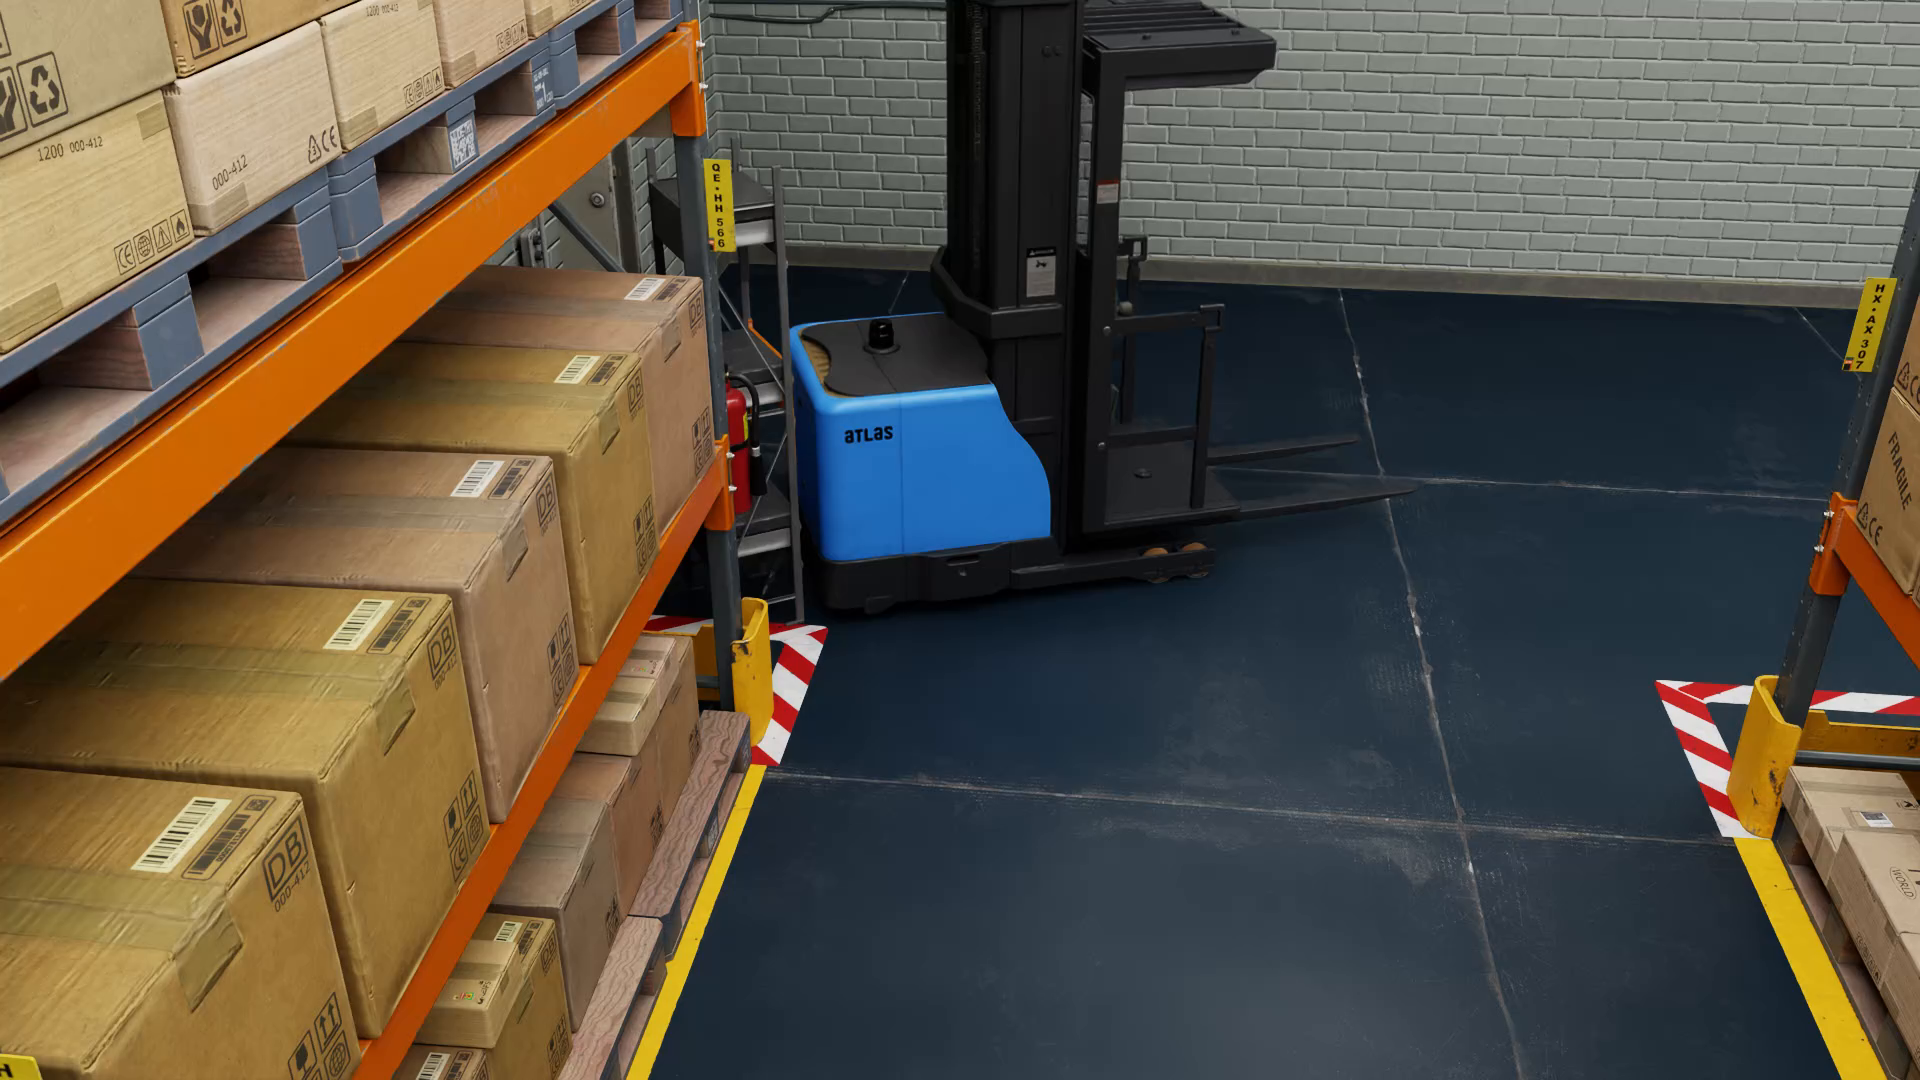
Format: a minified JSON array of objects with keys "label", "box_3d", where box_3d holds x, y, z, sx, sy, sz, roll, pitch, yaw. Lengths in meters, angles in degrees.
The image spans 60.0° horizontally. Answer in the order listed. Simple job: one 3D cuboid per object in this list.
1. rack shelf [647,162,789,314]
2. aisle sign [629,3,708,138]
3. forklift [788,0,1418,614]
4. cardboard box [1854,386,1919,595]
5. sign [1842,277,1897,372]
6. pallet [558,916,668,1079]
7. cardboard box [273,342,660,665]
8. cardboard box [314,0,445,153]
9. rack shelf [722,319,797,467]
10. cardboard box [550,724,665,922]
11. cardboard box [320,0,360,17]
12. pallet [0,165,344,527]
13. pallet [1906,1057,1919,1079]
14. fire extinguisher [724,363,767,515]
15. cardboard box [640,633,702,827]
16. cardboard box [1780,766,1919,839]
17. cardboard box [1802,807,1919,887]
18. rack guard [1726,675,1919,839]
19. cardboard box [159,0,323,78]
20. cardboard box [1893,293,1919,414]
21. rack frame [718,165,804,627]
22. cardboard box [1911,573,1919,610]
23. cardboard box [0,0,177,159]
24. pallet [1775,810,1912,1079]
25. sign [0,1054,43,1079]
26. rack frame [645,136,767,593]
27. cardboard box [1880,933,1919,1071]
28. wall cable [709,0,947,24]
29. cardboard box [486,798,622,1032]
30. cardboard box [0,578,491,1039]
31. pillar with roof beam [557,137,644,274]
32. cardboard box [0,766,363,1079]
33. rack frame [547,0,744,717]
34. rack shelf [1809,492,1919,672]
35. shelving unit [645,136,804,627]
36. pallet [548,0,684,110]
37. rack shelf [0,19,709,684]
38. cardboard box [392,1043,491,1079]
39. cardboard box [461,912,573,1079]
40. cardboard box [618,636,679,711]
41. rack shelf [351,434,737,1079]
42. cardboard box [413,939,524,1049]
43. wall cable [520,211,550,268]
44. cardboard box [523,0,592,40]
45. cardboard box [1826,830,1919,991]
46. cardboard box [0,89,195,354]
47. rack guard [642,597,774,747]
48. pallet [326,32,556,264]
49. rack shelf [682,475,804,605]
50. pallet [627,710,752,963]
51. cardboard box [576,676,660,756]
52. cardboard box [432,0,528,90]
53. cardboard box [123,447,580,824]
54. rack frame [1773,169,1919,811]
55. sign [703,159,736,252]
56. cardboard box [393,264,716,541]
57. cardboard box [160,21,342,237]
[{"label":"rack shelf","box_3d":[-0.997,-1.220,6.853,0.431,0.518,0.480,-13,31,-23]},{"label":"aisle sign","box_3d":[-1.066,-1.743,5.582,0.394,0.787,0.004,3,28,6]},{"label":"forklift","box_3d":[0.725,-1.321,7.612,3.031,2.935,1.130,-7,29,-13]},{"label":"cardboard box","box_3d":[3.228,-0.147,5.254,0.500,0.500,0.500,4,29,7]},{"label":"sign","box_3d":[3.006,-0.709,5.490,0.100,0.325,0.005,3,28,6]},{"label":"pallet","box_3d":[-1.545,1.599,5.060,1.003,0.211,1.213,3,28,6]},{"label":"cardboard box","box_3d":[-1.503,-0.131,5.014,0.980,0.700,0.700,3,28,6]},{"label":"cardboard box","box_3d":[-1.384,-0.974,3.342,0.500,0.250,0.500,3,28,5]},{"label":"rack shelf","box_3d":[-0.997,-0.604,7.185,0.431,0.518,0.480,-13,31,-23]},{"label":"cardboard box","box_3d":[-1.420,0.904,5.602,0.700,0.500,0.500,3,28,6]},{"label":"cardboard box","box_3d":[-1.385,-1.307,3.171,0.500,0.500,0.500,4,29,7]},{"label":"pallet","box_3d":[-1.752,-0.365,2.697,1.003,0.211,1.213,3,28,6]},{"label":"pallet","box_3d":[3.286,1.915,4.473,1.003,0.211,1.213,3,28,6]},{"label":"fire extinguisher","box_3d":[-0.896,-0.428,6.357,0.296,0.674,0.183,3,28,6]},{"label":"cardboard box","box_3d":[-1.359,0.669,6.039,0.700,0.500,0.500,3,28,6]},{"label":"cardboard box","box_3d":[3.152,0.942,5.880,0.380,0.149,0.250,3,28,6]},{"label":"cardboard box","box_3d":[3.121,1.052,5.658,0.380,0.166,0.250,3,28,6]},{"label":"rack guard","box_3d":[3.535,0.840,6.164,1.175,0.500,0.348,3,28,6]},{"label":"cardboard box","box_3d":[-1.440,-1.075,2.739,0.500,0.500,0.500,3,28,5]},{"label":"cardboard box","box_3d":[3.228,-0.587,5.017,0.500,0.500,0.500,4,29,8]},{"label":"rack frame","box_3d":[-0.890,-0.512,6.986,0.400,2.100,0.015,-13,31,-23]},{"label":"cardboard box","box_3d":[3.170,0.096,4.803,0.500,0.500,0.500,3,28,6]},{"label":"cardboard box","box_3d":[-1.497,-0.832,2.289,0.500,0.500,0.500,3,28,6]},{"label":"pallet","box_3d":[3.438,1.343,5.536,1.003,0.211,1.213,3,28,6]},{"label":"sign","box_3d":[-1.323,0.853,2.368,0.100,0.325,0.005,3,28,6]},{"label":"rack frame","box_3d":[-1.105,-0.719,7.372,0.400,2.100,0.015,-13,31,-23]},{"label":"cardboard box","box_3d":[3.074,1.431,4.867,0.500,0.250,0.500,3,28,6]},{"label":"wall cable","box_3d":[-0.325,-4.498,10.385,3.097,2.526,0.112,3,28,6]},{"label":"cardboard box","box_3d":[-1.481,1.141,5.162,0.700,0.500,0.500,2,28,5]},{"label":"cardboard box","box_3d":[-1.685,0.571,3.712,0.980,0.700,0.700,3,28,5]},{"label":"pillar with roof beam","box_3d":[2.372,-4.294,6.733,9.100,9.000,0.400,3,28,6]},{"label":"cardboard box","box_3d":[-1.780,0.914,3.074,0.980,0.700,0.700,4,29,7]},{"label":"rack frame","box_3d":[-1.372,-0.582,6.168,1.000,3.000,0.127,3,28,6]},{"label":"rack shelf","box_3d":[3.299,0.962,4.060,1.077,0.370,4.000,3,28,6]},{"label":"shelving unit","box_3d":[-0.997,-0.616,7.179,0.431,2.100,0.503,-13,31,-23]},{"label":"pallet","box_3d":[-1.453,-1.514,4.829,1.003,0.211,1.213,3,28,6]},{"label":"rack shelf","box_3d":[-1.618,-0.645,3.880,1.077,0.370,4.000,3,28,6]},{"label":"cardboard box","box_3d":[-1.604,1.634,4.248,0.700,0.500,0.500,3,28,6]},{"label":"cardboard box","box_3d":[-1.539,1.392,4.696,0.700,0.500,0.500,4,29,7]},{"label":"cardboard box","box_3d":[-1.194,0.454,5.753,0.380,0.149,0.250,3,28,6]},{"label":"rack shelf","box_3d":[-1.618,0.676,4.591,1.077,0.370,4.000,3,28,6]},{"label":"cardboard box","box_3d":[-1.382,1.188,4.391,0.380,0.149,0.250,3,28,5]},{"label":"wall cable","box_3d":[-2.154,-1.687,7.148,0.084,1.984,1.851,3,28,6]},{"label":"cardboard box","box_3d":[-1.261,-1.461,4.246,0.500,0.250,0.500,2,28,4]},{"label":"cardboard box","box_3d":[3.135,1.195,5.304,0.500,0.250,0.500,3,28,6]},{"label":"cardboard box","box_3d":[-1.516,-0.493,2.450,0.500,0.250,0.500,3,28,6]},{"label":"rack guard","box_3d":[-1.370,0.507,6.782,1.175,0.500,0.348,3,28,6]},{"label":"pallet","box_3d":[-1.600,-0.938,3.760,1.003,0.211,1.213,3,28,6]},{"label":"rack shelf","box_3d":[-0.997,0.013,7.517,0.431,0.518,0.480,-13,31,-23]},{"label":"pallet","box_3d":[-1.393,1.026,6.123,1.003,0.211,1.213,3,28,6]},{"label":"cardboard box","box_3d":[-1.224,0.574,5.530,0.380,0.149,0.250,4,29,8]},{"label":"cardboard box","box_3d":[-1.320,-1.215,3.790,0.500,0.250,0.500,3,28,5]},{"label":"cardboard box","box_3d":[-1.606,0.228,4.348,0.980,0.700,0.700,2,28,4]},{"label":"rack frame","box_3d":[3.544,-0.296,5.637,1.000,3.000,0.127,3,28,6]},{"label":"sign","box_3d":[-0.836,-1.158,5.767,0.100,0.325,0.005,3,28,6]},{"label":"cardboard box","box_3d":[-1.425,-0.474,5.650,0.980,0.700,0.700,5,29,9]},{"label":"cardboard box","box_3d":[-1.440,-0.732,2.893,0.500,0.250,0.500,3,28,5]}]
